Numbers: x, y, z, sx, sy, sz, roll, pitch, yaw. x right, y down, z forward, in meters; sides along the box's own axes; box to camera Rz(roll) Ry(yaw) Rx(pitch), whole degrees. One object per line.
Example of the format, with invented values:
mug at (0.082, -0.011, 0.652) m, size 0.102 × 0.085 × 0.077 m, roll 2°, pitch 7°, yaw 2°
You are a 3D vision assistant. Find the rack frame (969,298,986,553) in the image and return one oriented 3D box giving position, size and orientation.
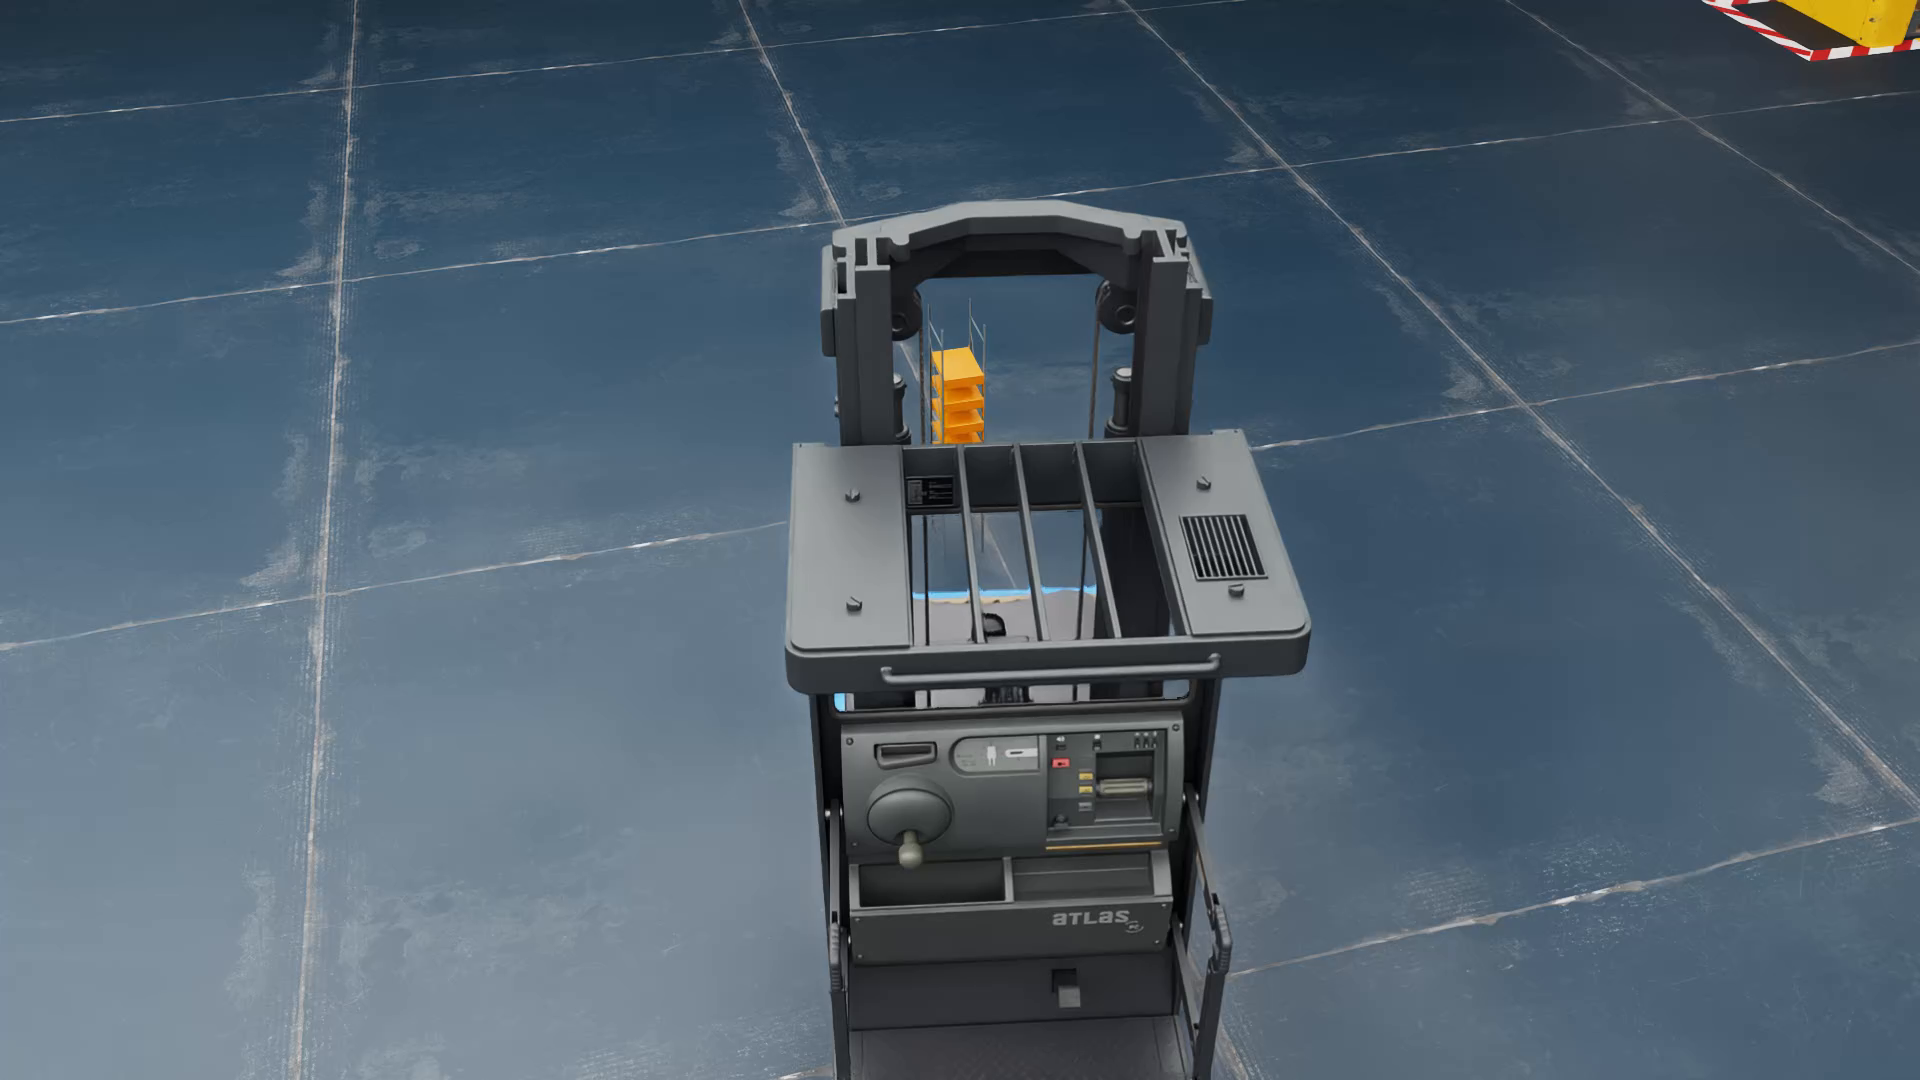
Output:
rack frame at (0.074, -0.489, 7.401) m, size 0.006 × 1.200 × 0.240 m, roll -9°, pitch 38°, yaw -12°

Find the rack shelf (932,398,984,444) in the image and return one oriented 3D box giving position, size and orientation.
rack shelf at (-0.014, -0.534, 7.337) m, size 0.180 × 0.103 × 0.258 m, roll -9°, pitch 38°, yaw -12°

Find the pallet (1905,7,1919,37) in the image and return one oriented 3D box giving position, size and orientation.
pallet at (7.659, -4.335, 13.243) m, size 1.213 × 0.211 × 1.003 m, roll -9°, pitch 38°, yaw -12°

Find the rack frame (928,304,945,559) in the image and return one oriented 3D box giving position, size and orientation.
rack frame at (-0.102, -0.460, 7.364) m, size 0.006 × 1.200 × 0.240 m, roll -9°, pitch 38°, yaw -12°

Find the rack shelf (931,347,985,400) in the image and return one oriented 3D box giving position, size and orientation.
rack shelf at (-0.014, -0.725, 7.191) m, size 0.180 × 0.103 × 0.258 m, roll -9°, pitch 38°, yaw -12°

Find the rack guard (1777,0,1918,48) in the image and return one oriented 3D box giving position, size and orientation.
rack guard at (6.909, -4.300, 12.960) m, size 0.348 × 0.500 × 1.175 m, roll -9°, pitch 38°, yaw -12°

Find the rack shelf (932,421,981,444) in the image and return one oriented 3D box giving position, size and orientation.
rack shelf at (-0.014, -0.439, 7.409) m, size 0.180 × 0.103 × 0.258 m, roll -9°, pitch 38°, yaw -12°

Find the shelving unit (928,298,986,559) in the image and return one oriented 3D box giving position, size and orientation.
shelving unit at (-0.014, -0.474, 7.382) m, size 0.189 × 1.200 × 0.258 m, roll -9°, pitch 38°, yaw -12°

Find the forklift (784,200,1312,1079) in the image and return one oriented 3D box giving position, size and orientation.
forklift at (0.160, 0.751, 4.356) m, size 1.130 × 2.935 × 3.031 m, roll -2°, pitch 37°, yaw -3°

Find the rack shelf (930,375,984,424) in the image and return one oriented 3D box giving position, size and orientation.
rack shelf at (-0.014, -0.630, 7.264) m, size 0.180 × 0.103 × 0.258 m, roll -9°, pitch 38°, yaw -12°
